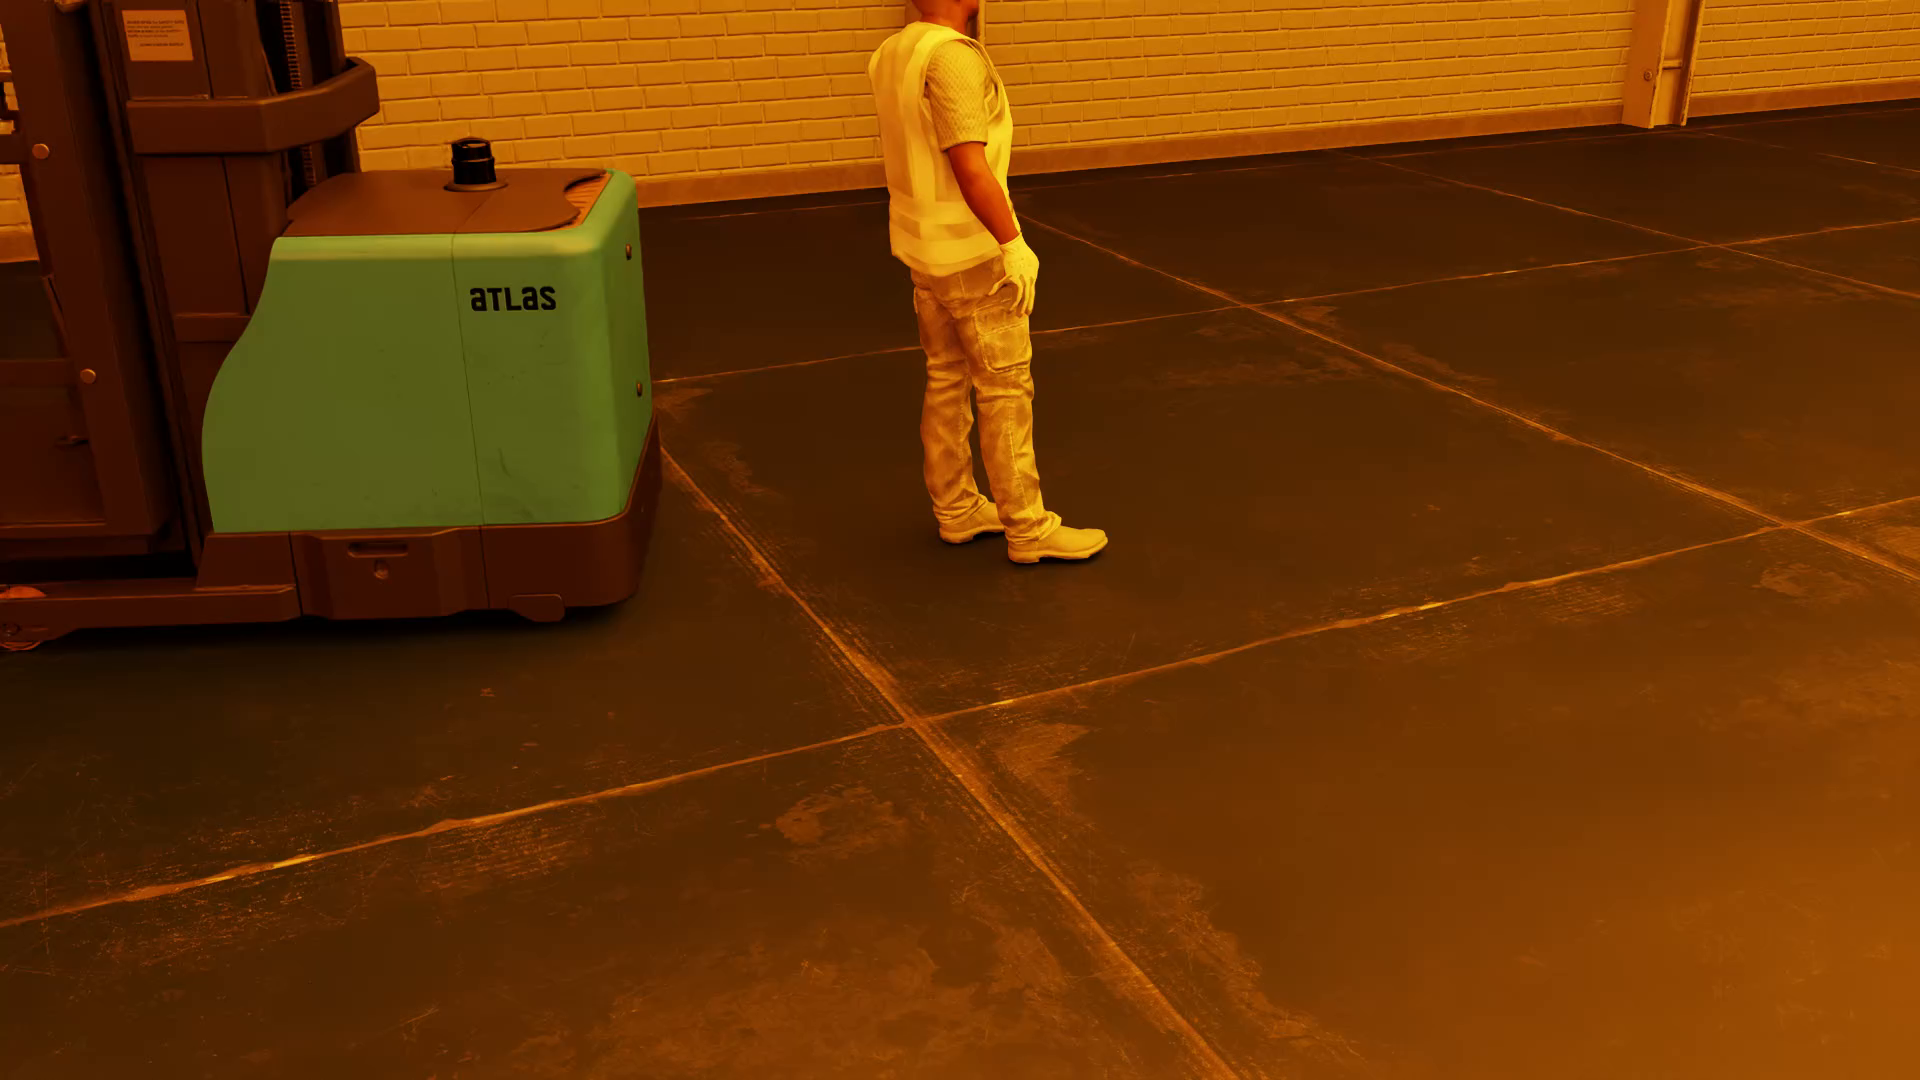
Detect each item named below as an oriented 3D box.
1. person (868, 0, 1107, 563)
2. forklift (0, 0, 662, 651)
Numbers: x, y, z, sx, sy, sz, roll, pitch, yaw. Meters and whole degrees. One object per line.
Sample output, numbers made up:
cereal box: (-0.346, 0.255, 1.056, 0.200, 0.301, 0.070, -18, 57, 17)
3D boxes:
person: (0.068, -0.839, 4.783, 0.577, 1.781, 0.656, -10, 25, -23)
forklift: (-2.438, -1.265, 4.332, 3.031, 2.935, 1.130, -2, 23, -4)
